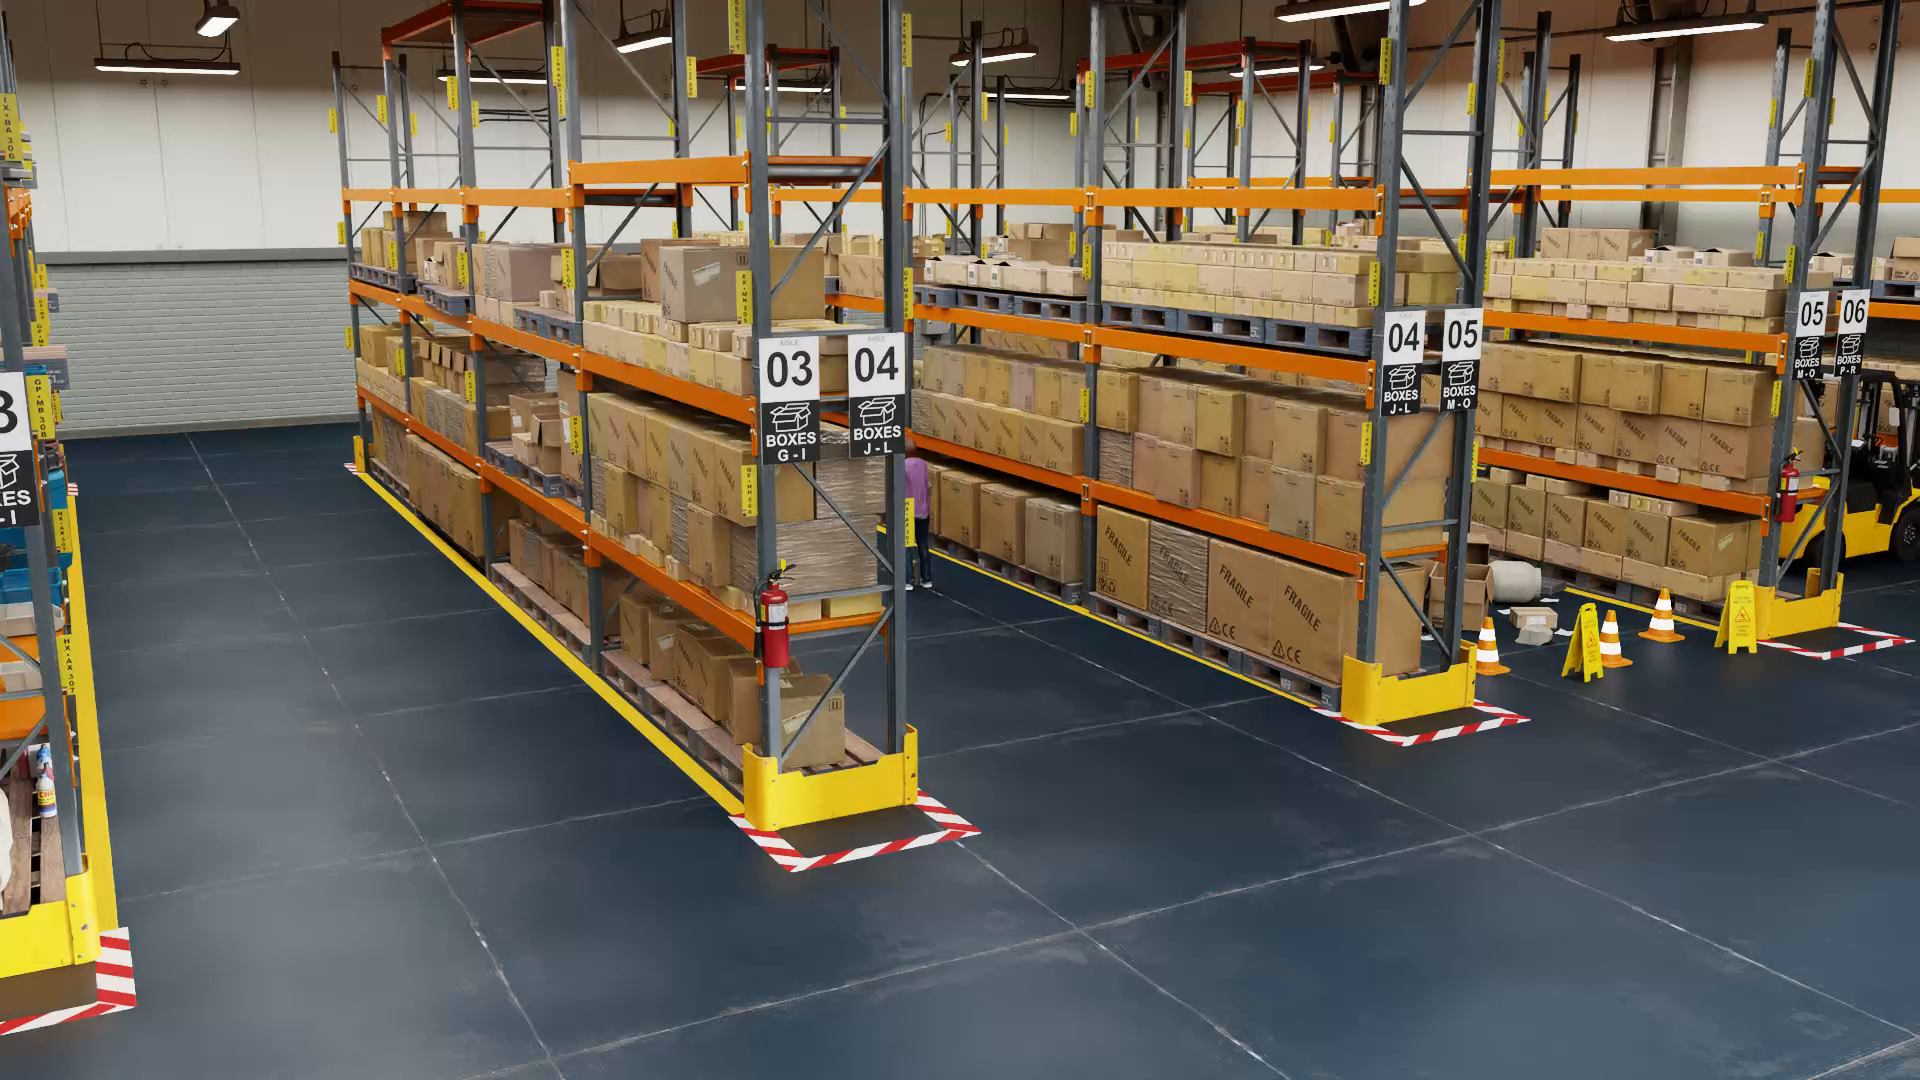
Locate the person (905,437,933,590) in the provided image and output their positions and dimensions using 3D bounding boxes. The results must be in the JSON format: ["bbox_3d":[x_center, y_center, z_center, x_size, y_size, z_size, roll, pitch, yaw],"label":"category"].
[{"bbox_3d":[-0.492,-0.271,17.269,0.481,1.592,0.347,-7,14,-31],"label":"person"}]
